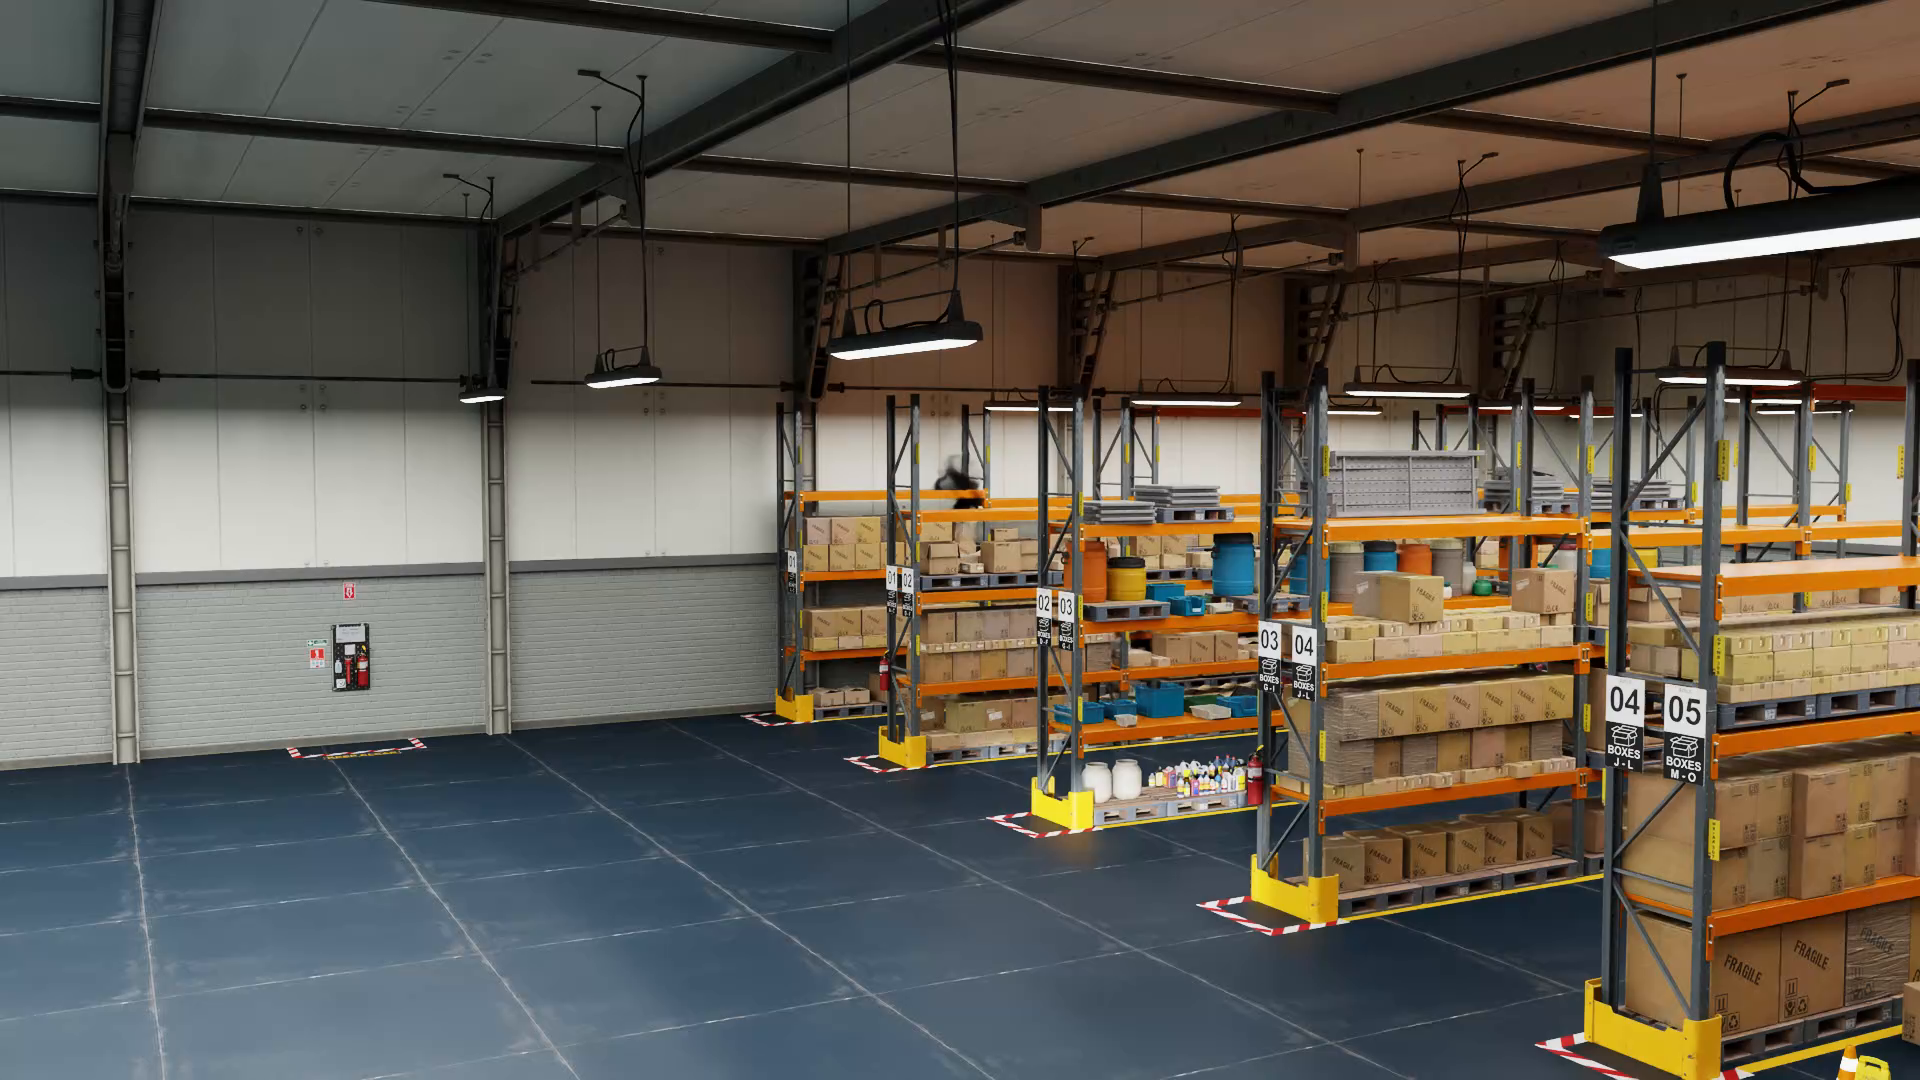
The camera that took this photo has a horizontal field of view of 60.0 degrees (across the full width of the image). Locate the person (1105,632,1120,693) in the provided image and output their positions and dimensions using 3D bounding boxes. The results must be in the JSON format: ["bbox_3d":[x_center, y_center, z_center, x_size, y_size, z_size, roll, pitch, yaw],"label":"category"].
[{"bbox_3d":[2.919,2.382,31.558,0.559,1.550,0.532,-2,4,-34],"label":"person"}]

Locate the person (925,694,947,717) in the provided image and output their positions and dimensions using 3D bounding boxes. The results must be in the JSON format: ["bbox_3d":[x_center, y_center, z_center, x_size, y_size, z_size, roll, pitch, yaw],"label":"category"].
[{"bbox_3d":[-0.412,2.436,29.611,0.747,1.734,0.634,-2,4,-30],"label":"person"}]

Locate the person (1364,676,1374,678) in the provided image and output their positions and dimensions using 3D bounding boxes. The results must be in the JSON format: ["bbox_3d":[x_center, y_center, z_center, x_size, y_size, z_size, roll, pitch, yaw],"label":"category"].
[{"bbox_3d":[7.097,2.684,28.491,0.569,1.720,0.674,-2,4,-29],"label":"person"}]
